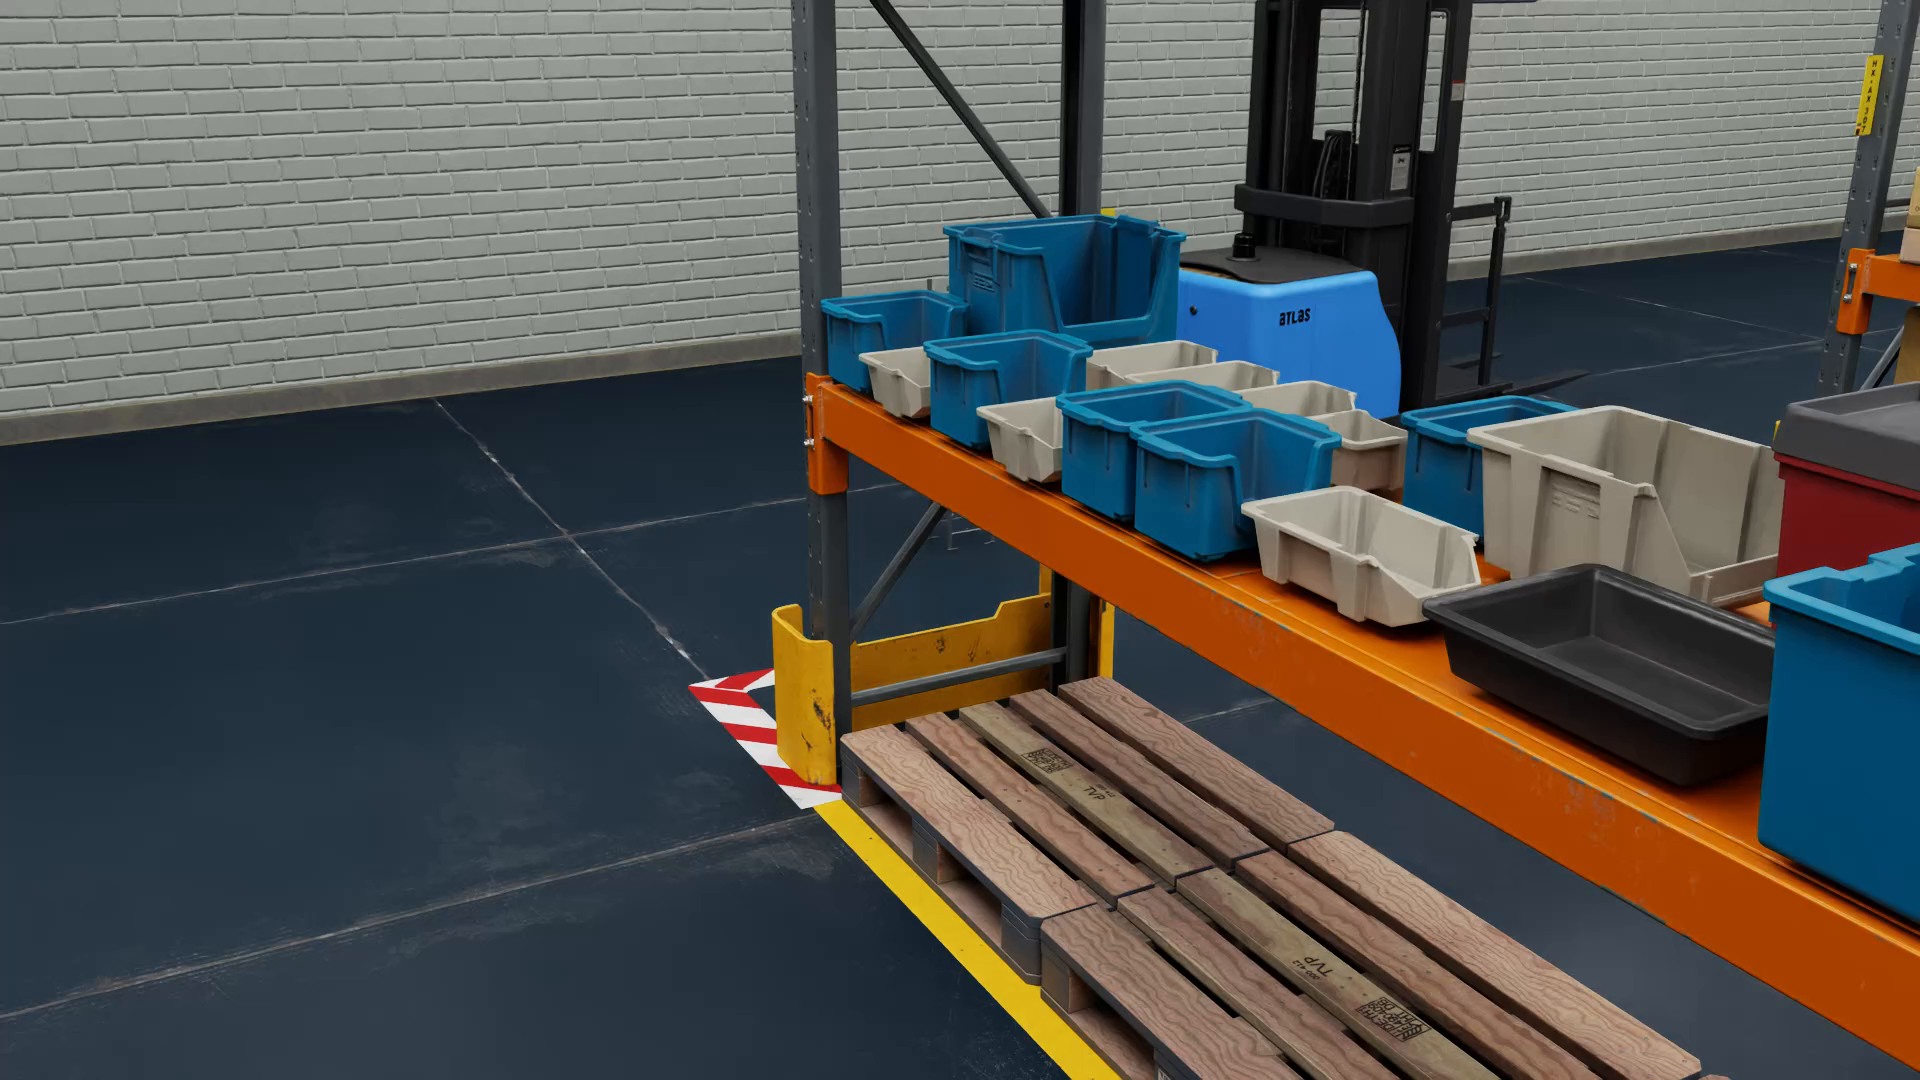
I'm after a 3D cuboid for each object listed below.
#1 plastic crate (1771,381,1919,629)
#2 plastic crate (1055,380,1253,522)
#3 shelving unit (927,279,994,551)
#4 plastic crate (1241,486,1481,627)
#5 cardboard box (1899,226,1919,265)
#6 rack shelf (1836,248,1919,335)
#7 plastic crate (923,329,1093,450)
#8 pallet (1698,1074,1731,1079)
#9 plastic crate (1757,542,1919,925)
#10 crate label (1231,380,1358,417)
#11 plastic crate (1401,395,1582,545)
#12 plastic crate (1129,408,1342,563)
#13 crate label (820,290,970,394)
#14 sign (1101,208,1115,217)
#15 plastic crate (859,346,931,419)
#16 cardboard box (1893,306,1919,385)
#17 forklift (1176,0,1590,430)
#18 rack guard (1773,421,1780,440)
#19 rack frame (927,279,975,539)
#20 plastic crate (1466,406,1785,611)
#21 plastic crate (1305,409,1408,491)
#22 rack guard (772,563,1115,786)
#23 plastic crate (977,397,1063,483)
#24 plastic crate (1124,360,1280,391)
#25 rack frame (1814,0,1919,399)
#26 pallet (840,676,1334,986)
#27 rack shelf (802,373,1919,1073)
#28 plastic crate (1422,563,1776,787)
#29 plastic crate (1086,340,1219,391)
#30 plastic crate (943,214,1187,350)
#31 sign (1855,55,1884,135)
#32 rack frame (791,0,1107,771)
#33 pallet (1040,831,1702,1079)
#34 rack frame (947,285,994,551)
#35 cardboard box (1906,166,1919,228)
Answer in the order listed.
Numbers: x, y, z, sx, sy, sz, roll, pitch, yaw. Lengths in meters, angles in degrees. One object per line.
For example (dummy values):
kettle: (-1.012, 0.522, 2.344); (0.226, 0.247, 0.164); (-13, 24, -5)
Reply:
plastic crate: (1.679, 0.040, 2.726); (0.402, 0.464, 0.583); (-10, 21, -27)
plastic crate: (0.436, -0.203, 3.787); (0.416, 0.233, 0.300); (-10, 21, -27)
shelving unit: (0.007, -0.563, 7.424); (0.258, 1.200, 0.189); (-10, 21, -27)
plastic crate: (0.791, 0.037, 3.237); (0.293, 0.136, 0.466); (-10, 21, -27)
cardboard box: (4.220, -1.250, 7.039); (0.380, 0.149, 0.250); (-10, 21, -26)
rack shelf: (5.292, -0.607, 5.895); (1.077, 0.370, 4.000); (-10, 21, -27)
plastic crate: (0.123, -0.392, 4.335); (0.416, 0.233, 0.300); (-10, 21, -27)
pallet: (1.499, 1.507, 2.940); (1.003, 0.211, 1.213); (-10, 21, -27)
plastic crate: (1.361, 0.292, 2.119); (0.392, 0.384, 0.575); (-10, 21, -27)
crate label: (0.808, -0.290, 4.186); (0.396, 0.136, 0.243); (-10, 21, -27)
plastic crate: (1.184, -0.153, 3.642); (0.416, 0.233, 0.300); (-10, 21, -27)
plastic crate: (0.578, -0.117, 3.538); (0.416, 0.233, 0.300); (-10, 21, -27)
crate label: (-0.189, -0.581, 4.883); (0.416, 0.233, 0.303); (-10, 21, -27)
sign: (0.460, -0.921, 5.452); (0.100, 0.325, 0.005); (-10, 21, -27)
plastic crate: (-0.110, -0.431, 4.594); (0.250, 0.136, 0.298); (-10, 21, -27)
cardboard box: (4.716, -0.544, 7.223); (0.875, 0.875, 0.875); (-10, 21, -27)
forklift: (2.308, -1.957, 8.809); (3.031, 2.935, 1.130); (-14, 23, -34)
rack guard: (4.331, -0.347, 7.869); (1.175, 0.500, 0.348); (-10, 21, -27)
rack frame: (-0.037, -0.589, 7.500); (0.240, 1.200, 0.006); (-10, 21, -27)
plastic crate: (1.320, -0.045, 3.253); (0.437, 0.282, 0.530); (-10, 21, -27)
plastic crate: (0.965, -0.208, 3.948); (0.298, 0.136, 0.250); (-10, 21, -27)
rack guard: (-0.040, 0.423, 5.640); (1.175, 0.500, 0.348); (-10, 21, -27)
plastic crate: (0.212, -0.236, 4.030); (0.250, 0.136, 0.298); (-10, 21, -27)
plastic crate: (0.655, -0.366, 4.407); (0.396, 0.136, 0.243); (-10, 21, -27)
rack frame: (4.342, -1.521, 7.442); (1.000, 3.000, 0.127); (-10, 21, -27)
pallet: (0.341, 0.807, 4.970); (1.003, 0.211, 1.213); (-10, 21, -27)
rack shelf: (0.933, 0.160, 3.672); (1.077, 0.370, 4.000); (-10, 21, -27)
plastic crate: (1.115, 0.216, 2.736); (0.437, 0.125, 0.590); (-10, 21, -27)
plastic crate: (0.530, -0.452, 4.654); (0.396, 0.136, 0.243); (-10, 21, -27)
plastic crate: (0.307, -0.732, 5.008); (0.616, 0.435, 0.499); (-10, 21, -27)
sign: (3.851, -1.884, 7.043); (0.100, 0.325, 0.005); (-10, 21, -27)
rack frame: (-0.017, -0.754, 5.218); (1.000, 3.000, 0.127); (-10, 21, -27)
pallet: (0.916, 1.157, 3.956); (1.003, 0.211, 1.213); (-10, 21, -27)
rack frame: (0.050, -0.537, 7.348); (0.240, 1.200, 0.006); (-10, 21, -27)
cardboard box: (4.332, -1.411, 6.897); (0.500, 0.250, 0.500); (-11, 22, -28)
